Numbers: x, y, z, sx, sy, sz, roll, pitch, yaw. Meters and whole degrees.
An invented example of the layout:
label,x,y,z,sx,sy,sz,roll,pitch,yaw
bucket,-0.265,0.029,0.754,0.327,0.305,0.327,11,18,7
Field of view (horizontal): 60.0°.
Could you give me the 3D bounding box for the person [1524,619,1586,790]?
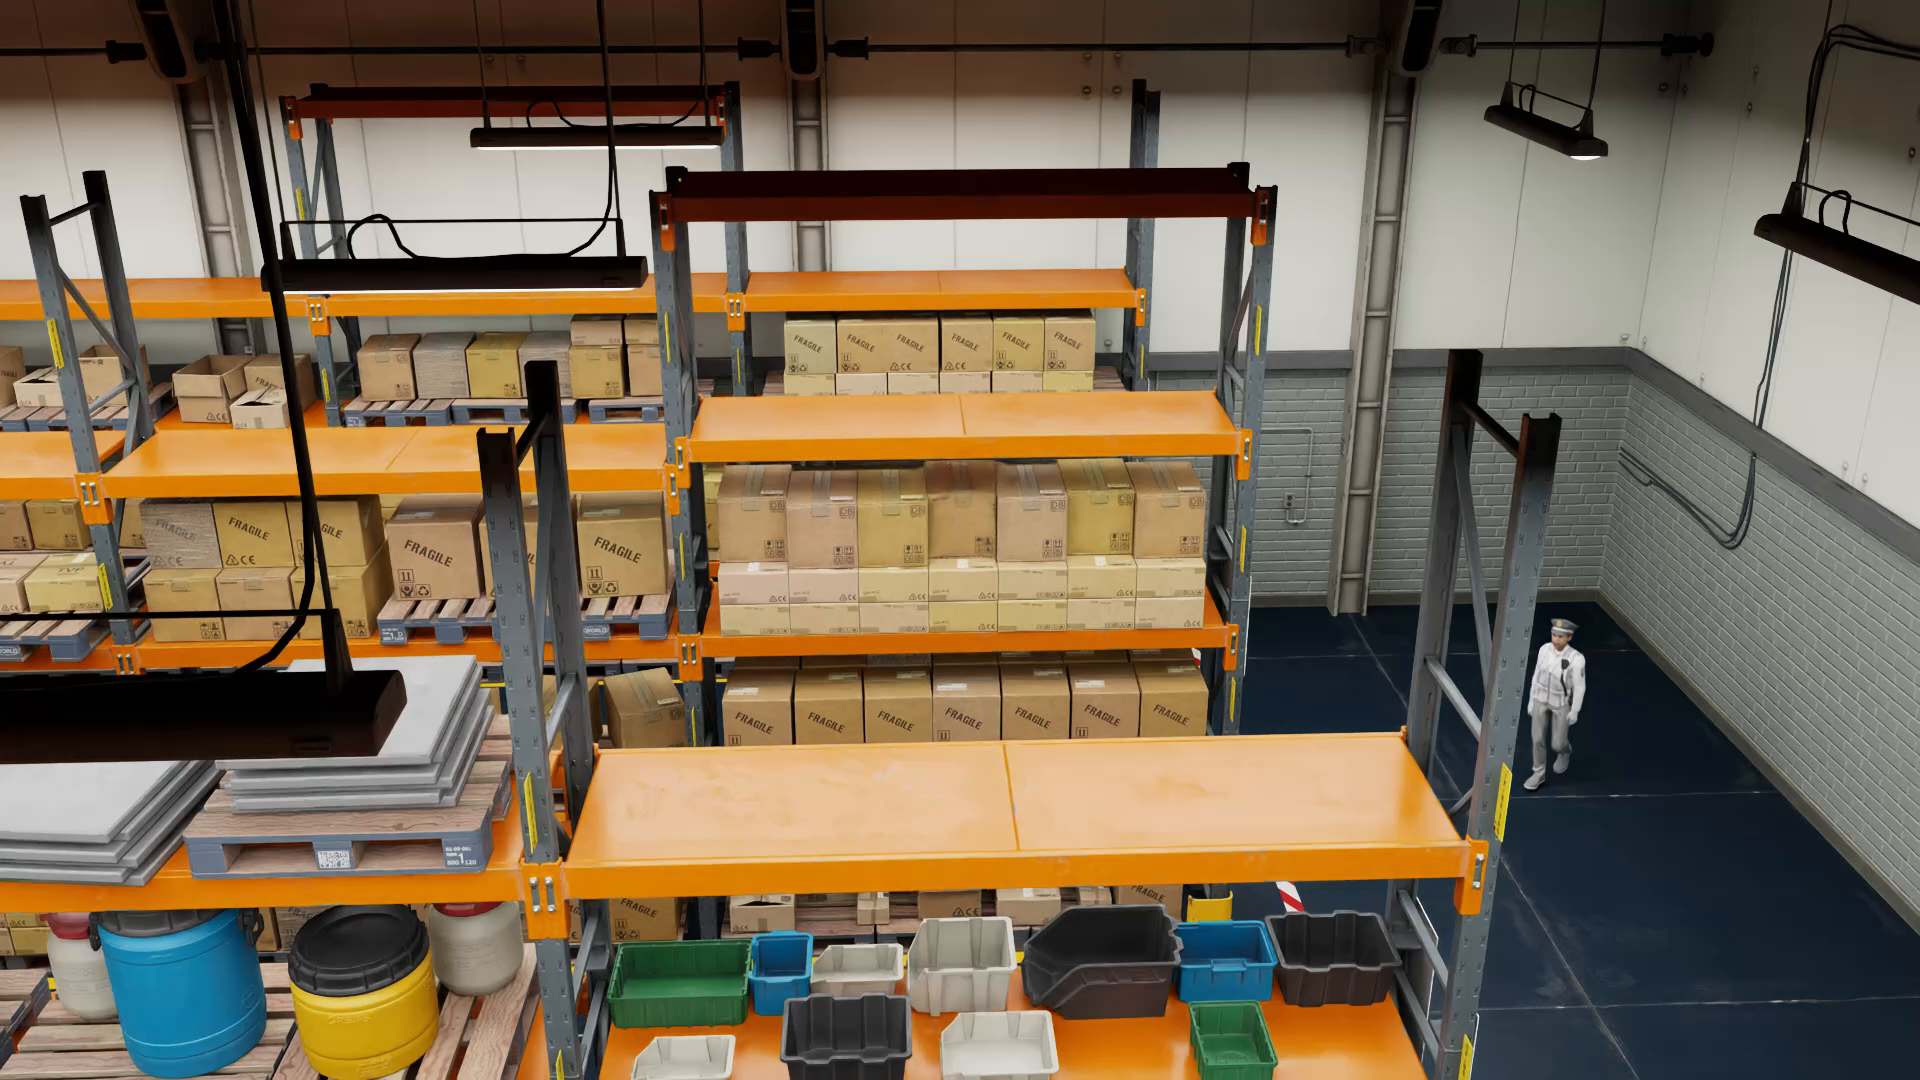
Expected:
label,x,y,z,sx,sy,sz,roll,pitch,yaw
person,5.480,1.472,15.244,0.491,1.677,0.569,18,28,37
